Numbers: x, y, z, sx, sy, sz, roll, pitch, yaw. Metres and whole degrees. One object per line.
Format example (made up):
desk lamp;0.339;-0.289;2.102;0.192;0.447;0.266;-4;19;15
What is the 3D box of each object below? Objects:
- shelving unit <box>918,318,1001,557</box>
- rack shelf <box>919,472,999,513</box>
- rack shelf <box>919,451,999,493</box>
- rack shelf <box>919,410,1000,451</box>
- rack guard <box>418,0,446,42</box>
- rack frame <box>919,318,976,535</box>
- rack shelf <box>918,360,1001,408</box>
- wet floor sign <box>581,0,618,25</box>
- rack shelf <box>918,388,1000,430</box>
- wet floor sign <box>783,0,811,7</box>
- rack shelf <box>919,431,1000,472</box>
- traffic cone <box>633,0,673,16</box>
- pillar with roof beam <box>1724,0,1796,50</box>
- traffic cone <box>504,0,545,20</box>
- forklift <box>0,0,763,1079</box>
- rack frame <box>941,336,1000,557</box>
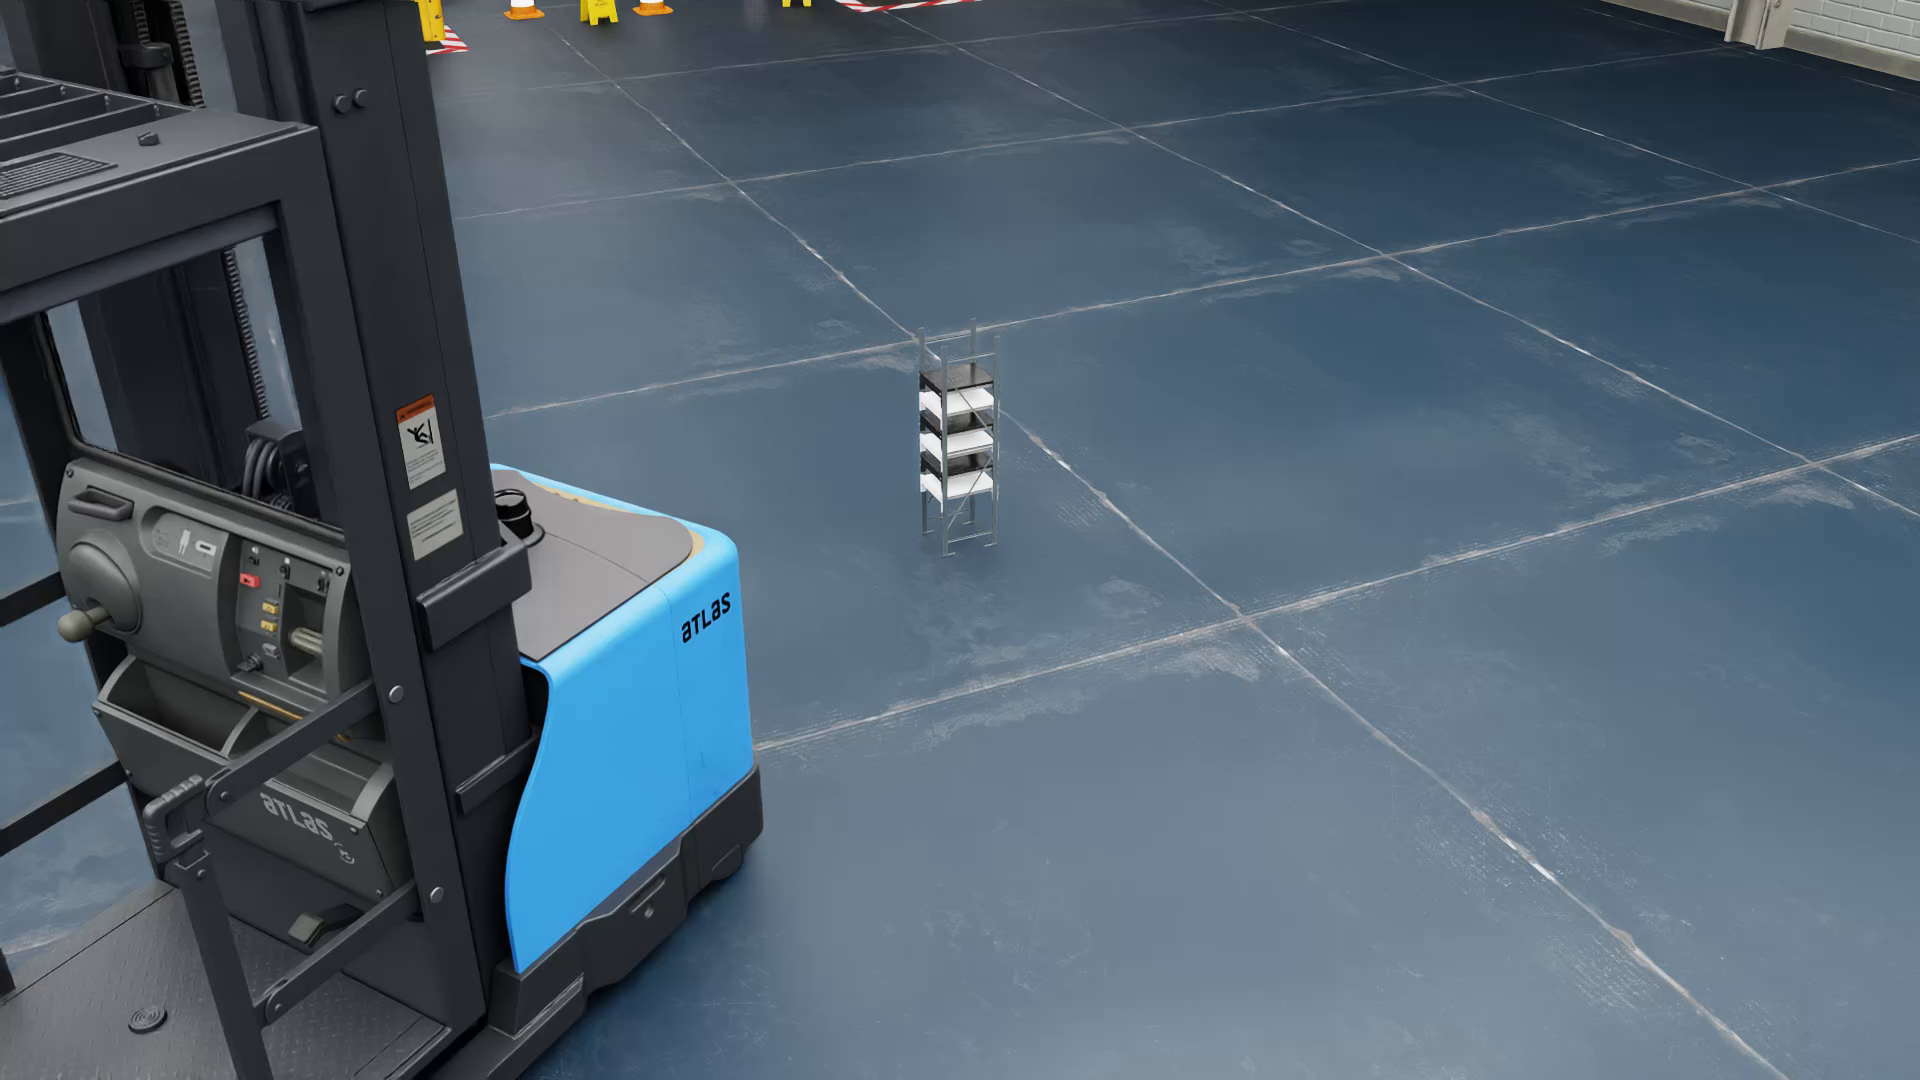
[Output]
shelving unit;-0.003;-0.396;6.536;0.258;0.900;0.210;-13;32;-22
rack shelf;-0.003;-0.210;6.641;0.258;0.077;0.200;-13;32;-22
rack shelf;-0.003;-0.289;6.597;0.258;0.077;0.200;-13;32;-22
rack shelf;-0.003;-0.446;6.509;0.258;0.077;0.200;-13;32;-22
rack guard;-5.090;-4.548;14.349;1.175;0.500;0.348;-13;32;-22
rack frame;-0.047;-0.441;6.616;0.240;0.900;0.006;-13;32;-22
rack shelf;-0.003;-0.603;6.421;0.258;0.077;0.200;-13;32;-22
wet floor sign;-3.299;-5.025;15.051;0.267;0.644;0.232;-19;35;-30
rack shelf;-0.003;-0.524;6.465;0.258;0.077;0.200;-13;32;-22
wet floor sign;-1.557;-5.397;15.715;0.267;0.644;0.232;-3;29;-5
rack shelf;-0.003;-0.367;6.553;0.258;0.077;0.200;-13;32;-22
traffic cone;-2.879;-5.162;15.483;0.336;0.463;0.334;-13;32;-22
pillar with roof beam;3.012;-7.336;10.632;9.100;9.000;0.400;-13;32;-22
traffic cone;-4.045;-5.075;15.327;0.336;0.463;0.334;-13;32;-22
forklift;-1.774;0.148;3.489;1.130;2.935;3.031;16;33;26
rack frame;0.040;-0.351;6.456;0.240;0.900;0.006;-13;32;-22
